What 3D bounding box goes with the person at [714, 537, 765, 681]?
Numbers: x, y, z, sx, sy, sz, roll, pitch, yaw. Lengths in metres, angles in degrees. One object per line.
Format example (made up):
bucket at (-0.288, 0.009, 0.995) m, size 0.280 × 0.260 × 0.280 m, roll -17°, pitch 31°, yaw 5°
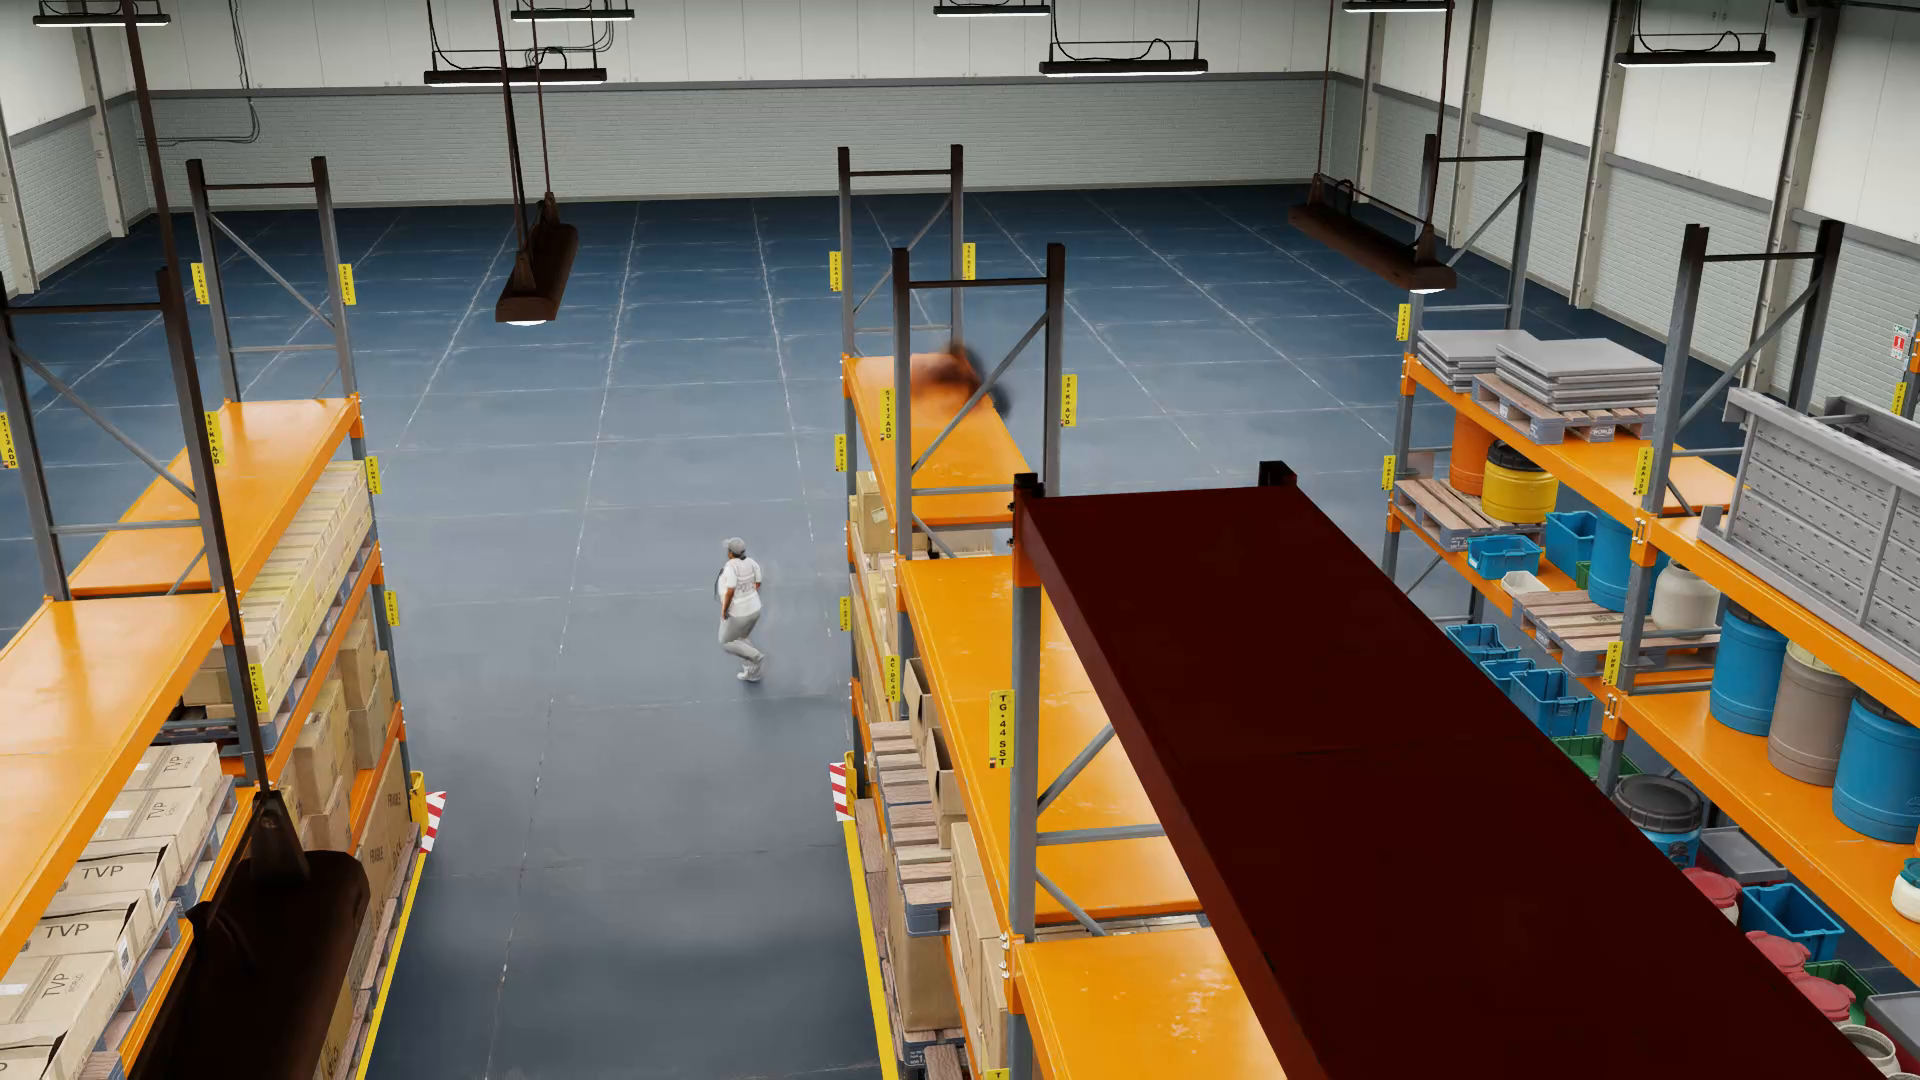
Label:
person at (-2.306, 0.764, 17.541) m, size 0.600 × 1.637 × 0.622 m, roll 14°, pitch 26°, yaw 32°
